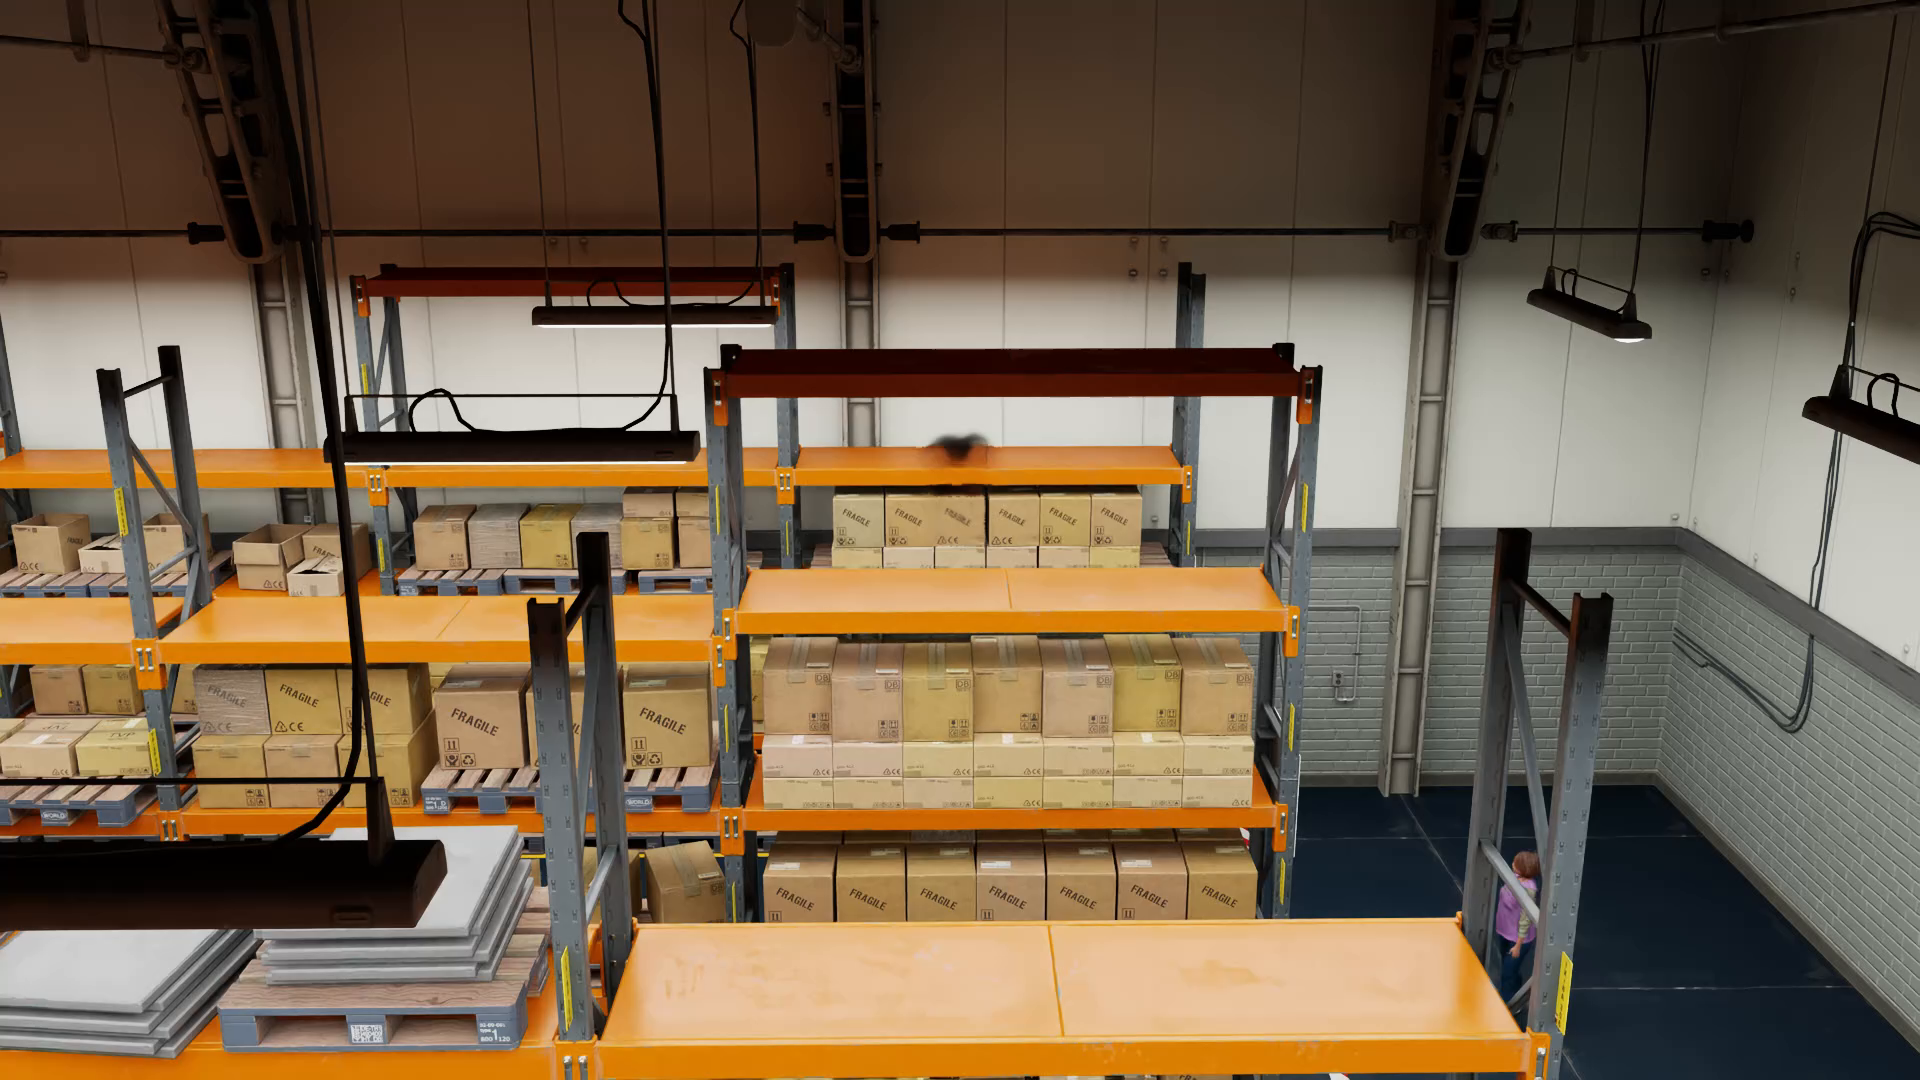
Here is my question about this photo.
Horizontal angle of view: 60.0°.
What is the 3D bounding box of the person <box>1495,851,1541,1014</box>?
[{"bbox_3d":[4.634,3.373,14.147,0.570,1.592,0.455,-3,17,-12],"label":"person"}]
